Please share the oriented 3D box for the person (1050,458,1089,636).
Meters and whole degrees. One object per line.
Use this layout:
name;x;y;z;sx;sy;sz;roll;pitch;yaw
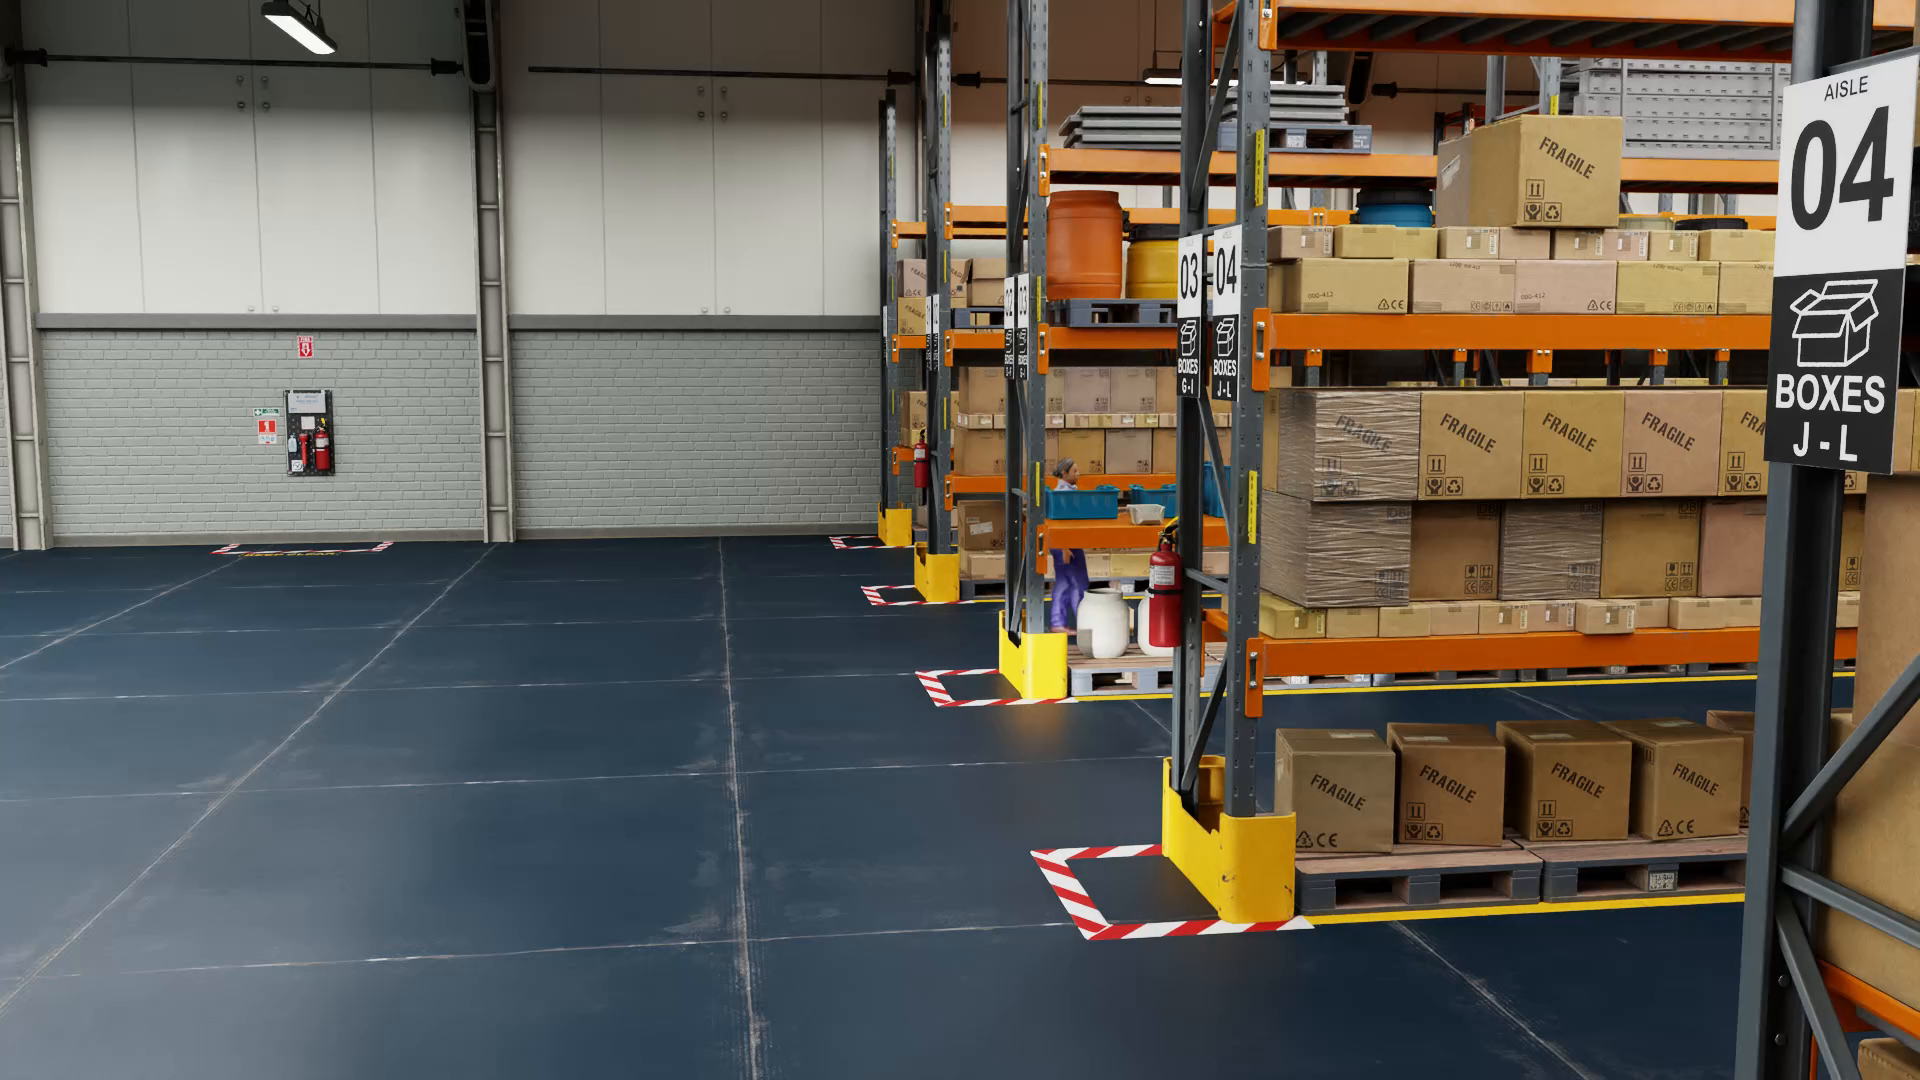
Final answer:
person;1.110;0.067;15.275;0.584;1.643;0.487;1;7;5
